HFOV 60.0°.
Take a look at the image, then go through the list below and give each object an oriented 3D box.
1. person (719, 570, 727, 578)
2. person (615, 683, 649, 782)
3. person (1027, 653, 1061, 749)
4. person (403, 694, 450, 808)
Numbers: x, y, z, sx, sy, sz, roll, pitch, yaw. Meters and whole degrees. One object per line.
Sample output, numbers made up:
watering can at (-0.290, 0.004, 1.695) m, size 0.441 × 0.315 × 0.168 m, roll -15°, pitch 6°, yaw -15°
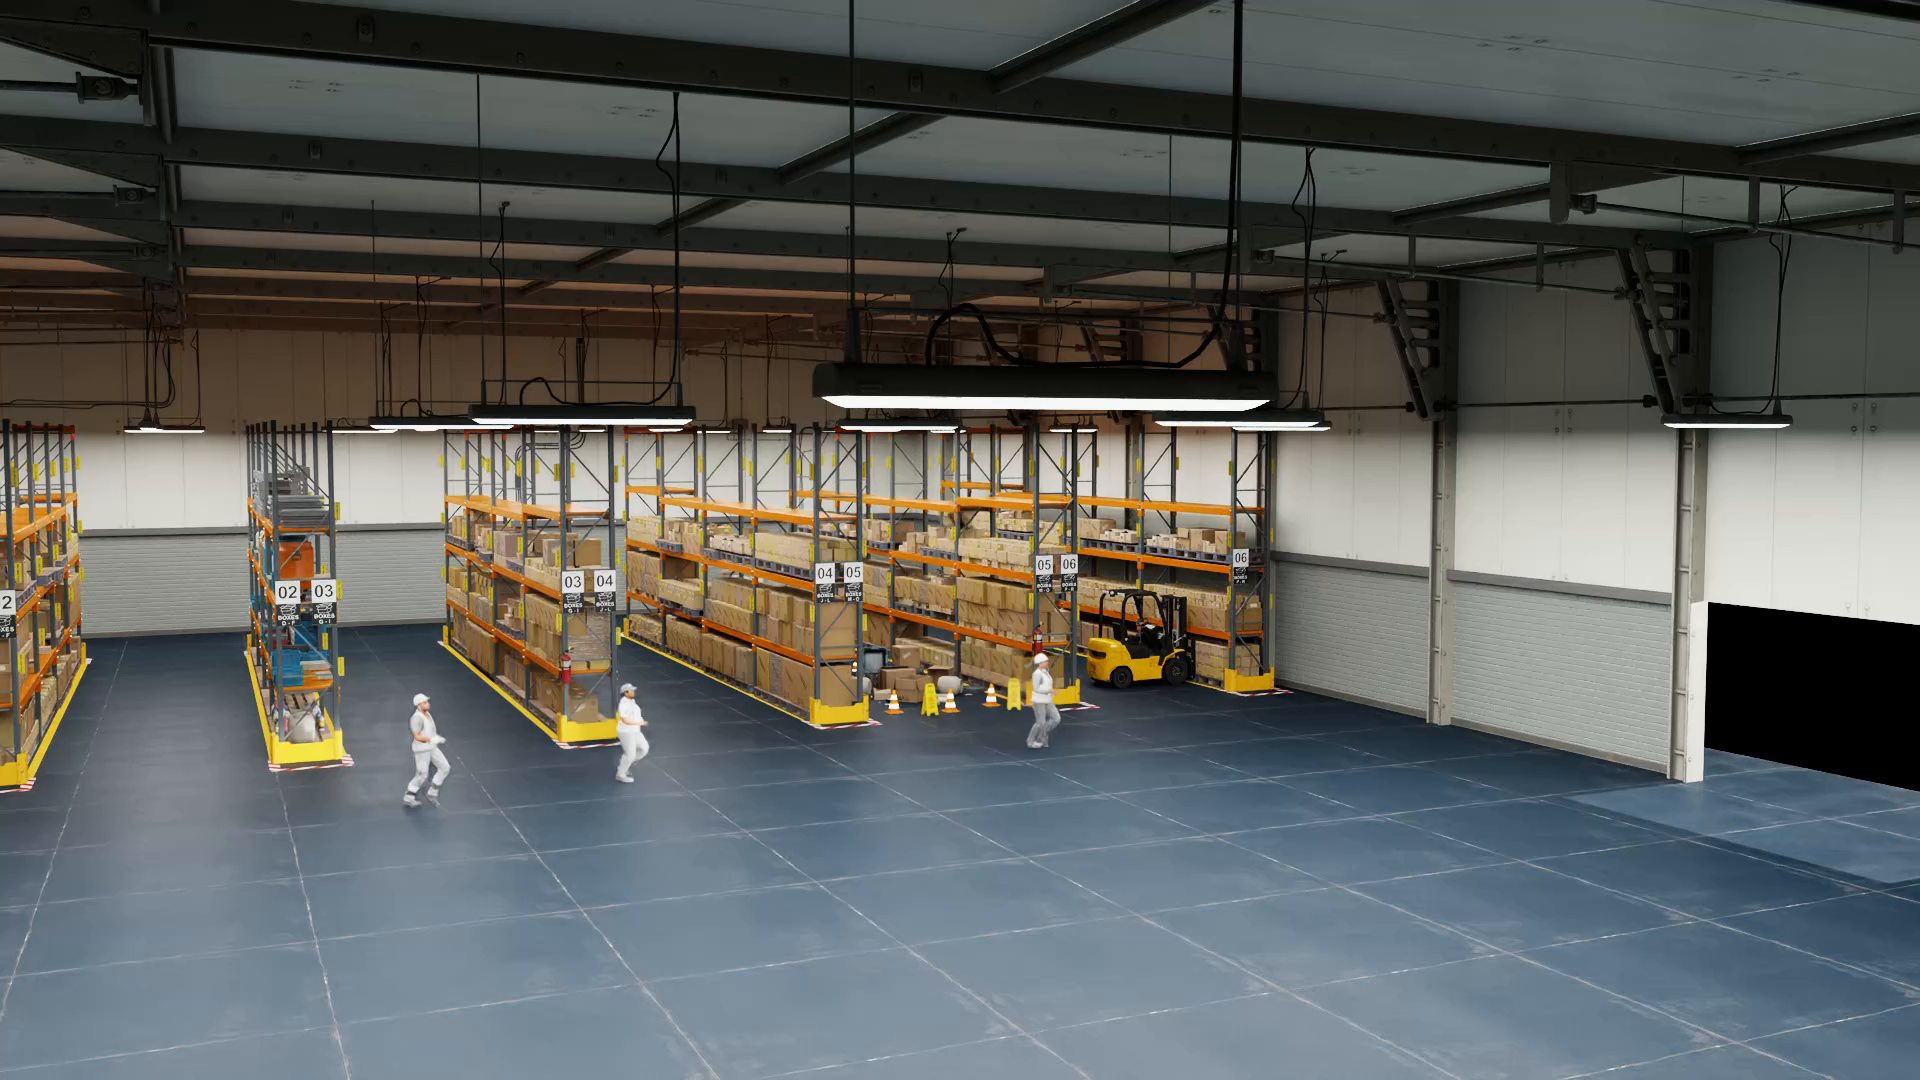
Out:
person at (-6.900, 1.745, 50.377) m, size 0.840 × 1.727 × 0.709 m, roll -2°, pitch 4°, yaw -31°
person at (-5.435, 3.185, 27.560) m, size 0.557 × 1.628 × 0.595 m, roll 0°, pitch 4°, yaw 6°
person at (1.540, 2.950, 30.344) m, size 0.689 × 1.766 × 0.633 m, roll 2°, pitch 4°, yaw 27°
person at (-8.215, 3.248, 25.592) m, size 0.715 × 1.785 × 0.671 m, roll 0°, pitch 4°, yaw 6°
